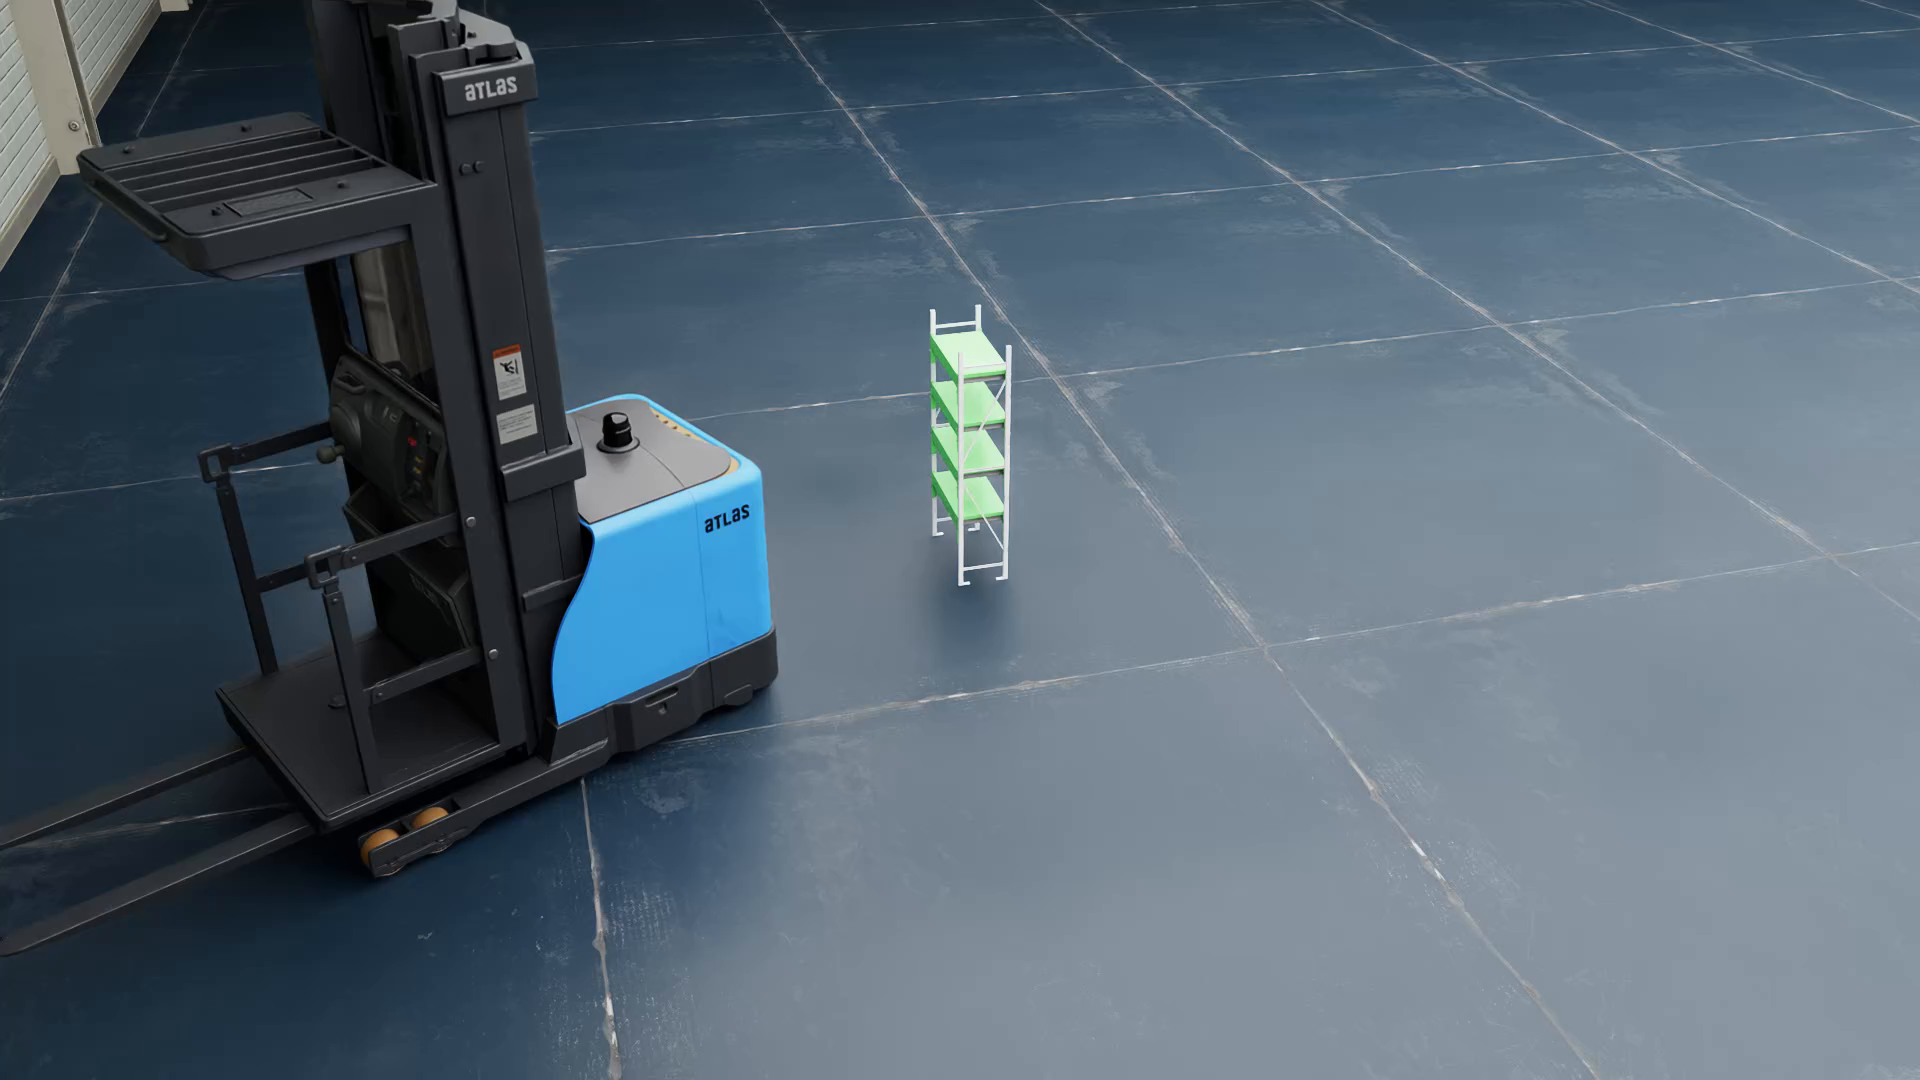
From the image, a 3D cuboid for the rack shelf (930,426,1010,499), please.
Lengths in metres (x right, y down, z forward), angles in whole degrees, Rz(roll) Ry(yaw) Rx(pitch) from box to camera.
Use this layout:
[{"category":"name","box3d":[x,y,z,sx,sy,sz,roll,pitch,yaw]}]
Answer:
[{"category":"rack shelf","box3d":[0.044,-0.384,7.843,0.258,0.148,0.480,-8,31,-13]}]

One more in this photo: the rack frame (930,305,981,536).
[{"category":"rack frame","box3d":[-0.021,-0.557,8.015,0.240,1.200,0.015,-8,31,-13]}]

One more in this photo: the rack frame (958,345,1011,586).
[{"category":"rack frame","box3d":[0.109,-0.321,7.608,0.240,1.200,0.015,-8,31,-13]}]

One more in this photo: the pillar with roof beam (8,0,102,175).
[{"category":"pillar with roof beam","box3d":[-2.978,-7.495,12.217,9.100,9.000,0.400,-8,31,-13]}]

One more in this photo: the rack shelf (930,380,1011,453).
[{"category":"rack shelf","box3d":[0.044,-0.592,7.723,0.258,0.148,0.480,-8,31,-13]}]

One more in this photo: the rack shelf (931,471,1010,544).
[{"category":"rack shelf","box3d":[0.044,-0.176,7.964,0.258,0.148,0.480,-8,31,-13]}]

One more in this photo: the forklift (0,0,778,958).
[{"category":"forklift","box3d":[-2.223,-0.332,5.897,3.031,2.935,1.130,-23,37,-34]}]

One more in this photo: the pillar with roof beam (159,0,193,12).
[{"category":"pillar with roof beam","box3d":[-4.570,-10.393,17.223,9.100,9.000,0.400,-8,31,-13]}]

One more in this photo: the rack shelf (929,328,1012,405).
[{"category":"rack shelf","box3d":[0.044,-0.799,7.603,0.258,0.148,0.480,-8,31,-13]}]

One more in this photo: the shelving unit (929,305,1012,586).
[{"category":"shelving unit","box3d":[0.044,-0.439,7.811,0.258,1.200,0.503,-8,31,-13]}]
